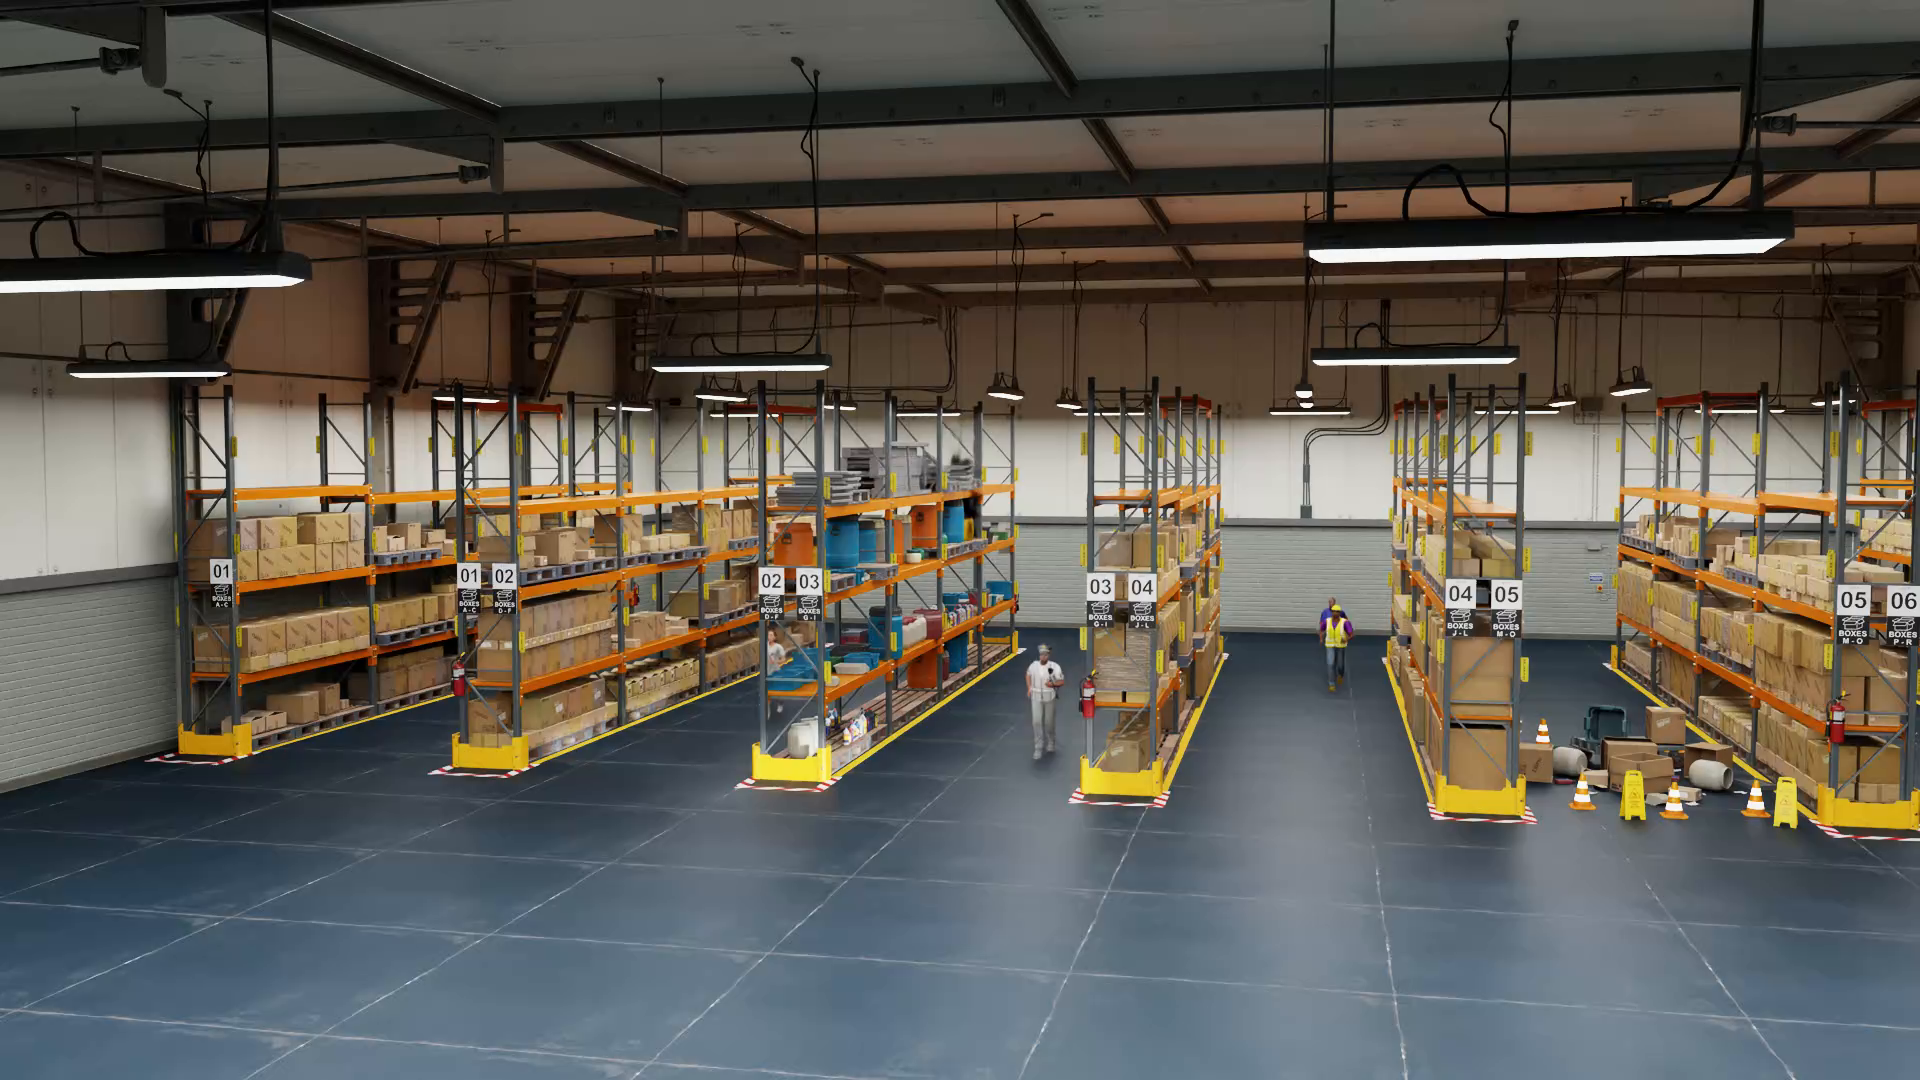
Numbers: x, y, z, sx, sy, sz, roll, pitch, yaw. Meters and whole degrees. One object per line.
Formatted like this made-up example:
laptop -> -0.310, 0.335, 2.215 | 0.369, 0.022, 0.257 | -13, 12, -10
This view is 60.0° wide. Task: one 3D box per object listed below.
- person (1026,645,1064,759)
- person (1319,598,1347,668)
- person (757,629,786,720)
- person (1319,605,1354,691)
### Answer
person -> 1.370, 2.596, 27.022 | 0.653, 1.811, 0.844 | 1, 3, 11
person -> 8.313, 2.118, 37.041 | 0.587, 1.657, 0.933 | 1, 3, 21
person -> -3.467, 2.458, 30.511 | 0.575, 1.645, 0.914 | 0, 3, 8
person -> 7.728, 2.202, 34.216 | 0.731, 1.746, 0.930 | 1, 3, 19
